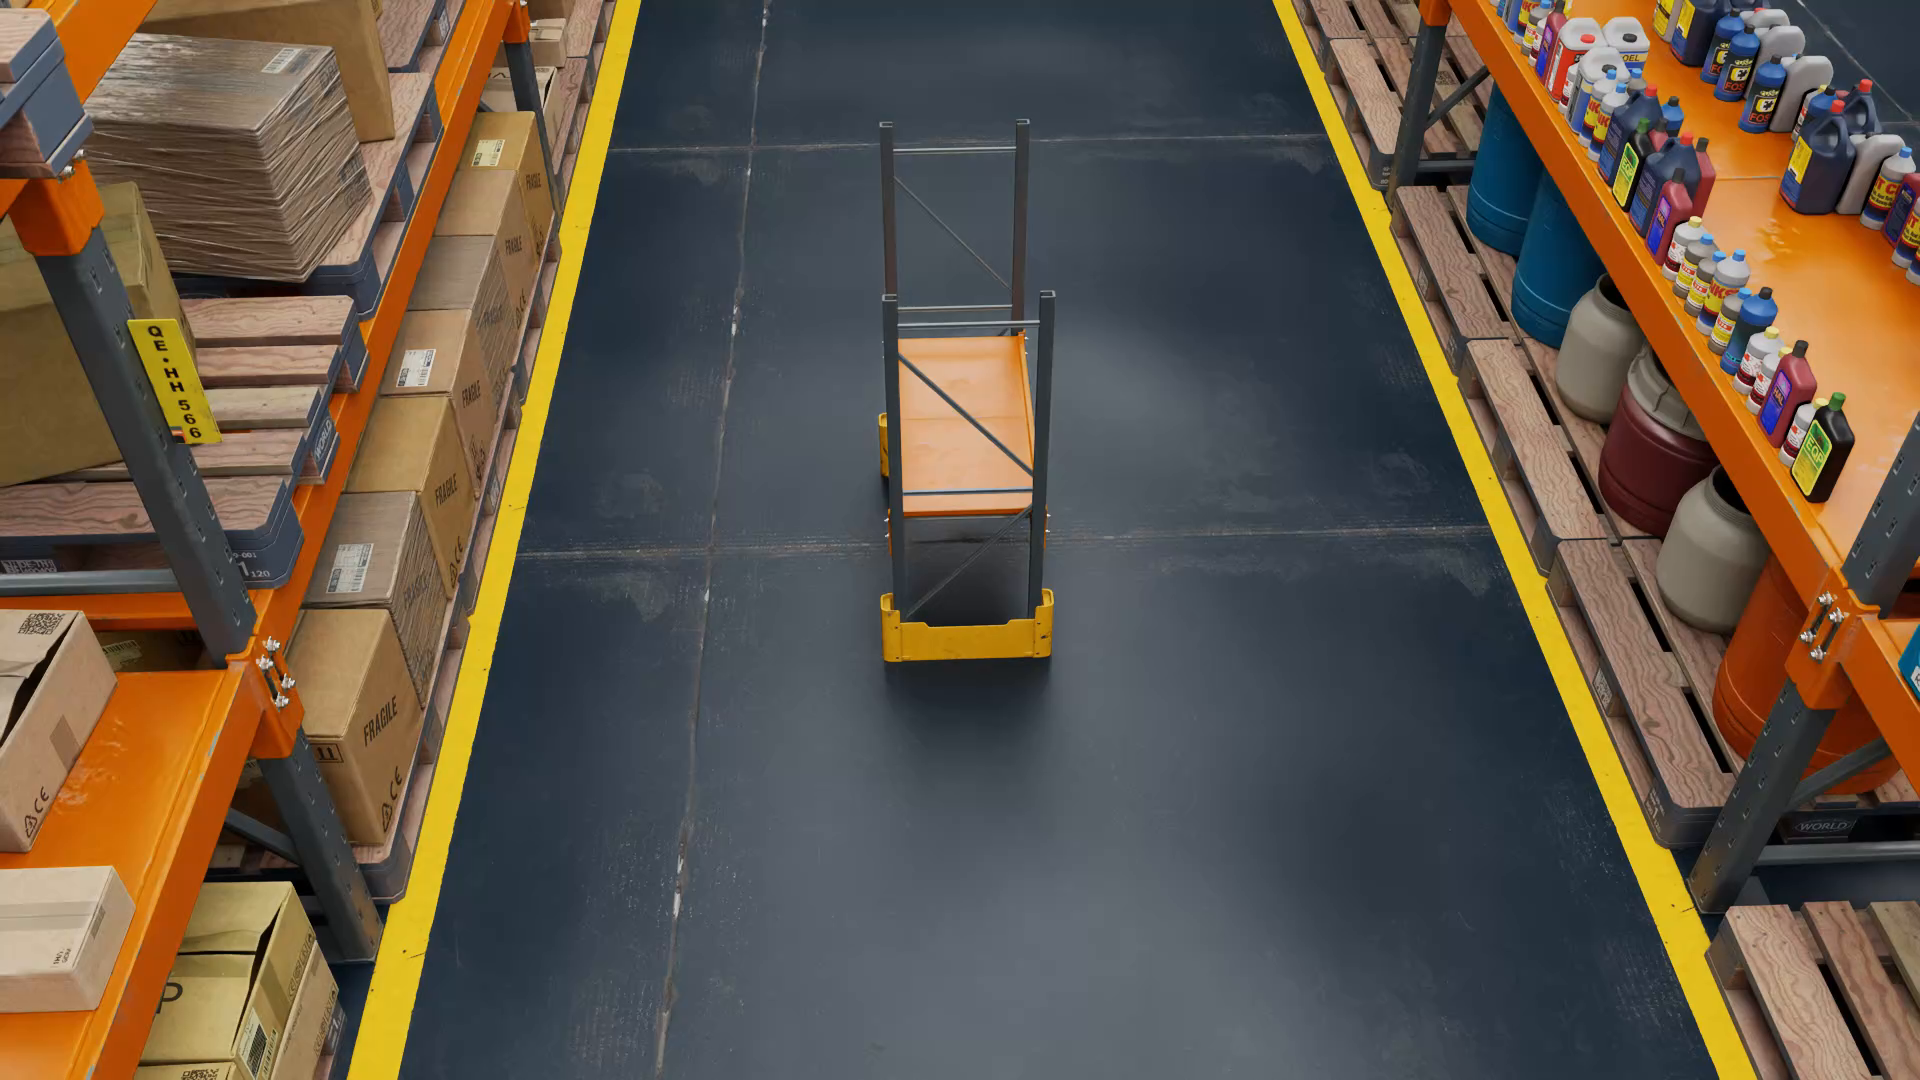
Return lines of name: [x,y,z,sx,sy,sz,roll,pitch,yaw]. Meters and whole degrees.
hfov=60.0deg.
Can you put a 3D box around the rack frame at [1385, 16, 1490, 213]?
rack frame: [2.558,-2.728,7.007,1.000,3.000,0.127,-2,43,-2]

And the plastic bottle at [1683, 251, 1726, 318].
plastic bottle: [2.267,-0.778,5.026,0.097,0.201,0.097,0,43,0]

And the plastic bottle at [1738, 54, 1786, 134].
plastic bottle: [2.826,-1.574,5.842,0.097,0.271,0.097,0,43,0]

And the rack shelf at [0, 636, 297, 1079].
rack shelf: [-2.136,1.727,2.678,1.077,0.370,4.000,-2,43,-2]

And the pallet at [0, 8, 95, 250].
pallet: [-2.103,-0.469,2.462,1.213,0.211,1.003,0,43,0]

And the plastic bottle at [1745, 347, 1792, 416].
plastic bottle: [2.288,-0.450,4.668,0.097,0.201,0.097,0,43,0]

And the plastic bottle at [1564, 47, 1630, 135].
plastic bottle: [2.246,-1.578,5.843,0.152,0.276,0.135,-2,43,-2]

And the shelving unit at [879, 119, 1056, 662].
shelving unit: [0.003,-0.501,5.687,0.587,1.500,1.083,-2,43,-2]

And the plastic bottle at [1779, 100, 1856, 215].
plastic bottle: [2.824,-1.260,5.441,0.144,0.351,0.185,-2,43,-2]

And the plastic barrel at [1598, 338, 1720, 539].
plastic barrel: [2.642,-0.386,5.925,0.600,0.588,0.708,-2,43,-2]

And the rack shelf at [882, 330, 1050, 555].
rack shelf: [0.004,-0.363,5.802,0.538,0.185,1.000,-2,43,-2]

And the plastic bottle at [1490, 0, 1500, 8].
plastic bottle: [2.176,-2.228,6.608,0.097,0.201,0.097,0,43,0]

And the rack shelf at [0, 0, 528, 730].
rack shelf: [-2.306,-0.973,5.624,1.077,0.370,4.000,-2,43,-2]

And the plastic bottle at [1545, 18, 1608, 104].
plastic bottle: [2.236,-1.734,6.014,0.152,0.276,0.135,-2,43,-2]

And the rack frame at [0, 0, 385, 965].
rack frame: [-2.221,0.112,3.908,1.000,3.000,0.127,-2,43,-2]

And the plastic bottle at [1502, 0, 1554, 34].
plastic bottle: [2.212,-2.112,6.426,0.152,0.276,0.135,-2,43,-2]

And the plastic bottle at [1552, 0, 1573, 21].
plastic bottle: [2.336,-2.101,6.469,0.097,0.201,0.097,0,43,0]

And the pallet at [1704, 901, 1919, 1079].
pallet: [2.722,1.524,4.431,1.003,0.211,1.213,-2,43,-2]

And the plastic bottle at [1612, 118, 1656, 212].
plastic bottle: [2.222,-1.232,5.461,0.061,0.283,0.133,-2,43,-2]

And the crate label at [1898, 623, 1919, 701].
crate label: [2.371,0.329,3.795,0.303,0.233,0.416,-2,43,-2]

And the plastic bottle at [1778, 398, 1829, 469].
plastic bottle: [2.298,-0.294,4.498,0.097,0.201,0.097,0,43,0]

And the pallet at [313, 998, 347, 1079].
pallet: [-2.225,1.696,4.243,1.003,0.211,1.213,-2,43,-2]

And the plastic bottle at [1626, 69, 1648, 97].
plastic bottle: [2.370,-1.566,5.886,0.097,0.201,0.097,0,43,0]

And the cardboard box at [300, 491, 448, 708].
cardboard box: [-1.983,0.202,5.334,0.500,0.500,0.500,-3,43,-3]

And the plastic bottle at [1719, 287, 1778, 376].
plastic bottle: [2.279,-0.607,4.788,0.097,0.271,0.097,0,43,0]

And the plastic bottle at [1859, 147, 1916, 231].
plastic bottle: [3.006,-1.141,5.370,0.097,0.271,0.097,0,43,0]

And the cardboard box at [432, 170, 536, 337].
cardboard box: [-2.071,-1.171,6.832,0.500,0.500,0.500,-2,43,-2]

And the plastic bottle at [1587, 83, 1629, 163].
plastic bottle: [2.228,-1.431,5.687,0.097,0.271,0.097,0,43,0]

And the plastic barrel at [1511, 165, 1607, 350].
plastic barrel: [2.594,-1.264,6.651,0.600,0.901,0.708,-2,43,-2]

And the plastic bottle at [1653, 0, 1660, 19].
plastic bottle: [2.789,-2.136,6.507,0.097,0.201,0.097,0,43,0]

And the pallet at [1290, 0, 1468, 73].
pallet: [2.433,-3.021,9.390,1.003,0.211,1.213,-2,43,-2]

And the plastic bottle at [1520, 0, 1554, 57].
plastic bottle: [2.194,-1.940,6.294,0.097,0.201,0.097,0,43,0]

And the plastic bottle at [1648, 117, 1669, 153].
plastic bottle: [2.283,-1.234,5.463,0.061,0.283,0.133,-2,43,-2]

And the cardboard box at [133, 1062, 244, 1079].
cardboard box: [-1.925,1.461,3.745,0.500,0.311,0.500,-2,43,-2]

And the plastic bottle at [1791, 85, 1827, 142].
plastic bottle: [2.982,-1.486,5.799,0.097,0.201,0.097,0,43,0]

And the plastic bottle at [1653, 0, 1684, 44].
plastic bottle: [2.780,-2.095,6.352,0.144,0.351,0.185,-2,43,-2]

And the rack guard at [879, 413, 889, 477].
rack guard: [-0.018,-0.377,6.476,0.587,0.250,0.087,-2,43,-2]

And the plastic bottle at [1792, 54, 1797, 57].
plastic bottle: [2.972,-1.643,5.970,0.097,0.201,0.097,0,43,0]

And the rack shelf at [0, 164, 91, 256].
rack shelf: [-2.136,0.621,1.665,1.077,0.370,4.000,-2,43,-2]

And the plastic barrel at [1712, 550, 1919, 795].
plastic barrel: [2.690,0.287,5.012,0.600,0.830,0.708,-2,43,-2]

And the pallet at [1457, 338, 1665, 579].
pallet: [2.604,-0.353,6.479,1.003,0.211,1.213,-2,43,-2]

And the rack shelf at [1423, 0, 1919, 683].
rack shelf: [2.643,-1.113,5.777,1.077,0.370,4.000,-2,43,-2]

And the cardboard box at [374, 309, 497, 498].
cardboard box: [-2.027,-0.489,6.088,0.500,0.500,0.500,-3,43,-3]

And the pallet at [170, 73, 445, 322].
pallet: [-2.309,-1.130,5.405,1.003,0.211,1.213,-2,43,-2]

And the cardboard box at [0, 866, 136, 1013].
cardboard box: [-1.907,0.803,3.340,0.380,0.149,0.250,-2,43,-2]

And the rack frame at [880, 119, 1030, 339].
rack frame: [-0.018,-0.838,6.055,0.500,1.500,0.032,-2,43,-2]

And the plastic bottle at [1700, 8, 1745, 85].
plastic bottle: [2.811,-1.821,6.112,0.097,0.271,0.097,0,43,0]

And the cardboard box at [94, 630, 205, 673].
cardboard box: [-2.496,0.246,5.286,0.500,0.500,0.500,0,43,0]

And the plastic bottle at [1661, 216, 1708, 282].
plastic bottle: [2.259,-0.910,5.170,0.097,0.201,0.097,0,43,0]

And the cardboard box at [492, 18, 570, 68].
cardboard box: [-2.240,-2.580,8.616,0.380,0.166,0.250,-2,43,-2]

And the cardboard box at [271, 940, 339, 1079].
cardboard box: [-1.955,1.319,4.316,0.500,0.250,0.500,-1,43,-1]

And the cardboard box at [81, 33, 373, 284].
cardboard box: [-2.209,-1.125,4.873,0.700,0.500,0.500,6,43,6]

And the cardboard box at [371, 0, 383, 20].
cardboard box: [-2.502,-1.992,5.818,0.700,0.500,0.500,5,43,5]

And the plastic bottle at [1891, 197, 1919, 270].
plastic bottle: [3.015,-0.985,5.200,0.097,0.271,0.097,0,43,0]

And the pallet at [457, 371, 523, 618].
pallet: [-2.264,-0.187,6.298,1.003,0.211,1.213,-2,43,-2]

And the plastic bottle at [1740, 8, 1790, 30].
plastic bottle: [2.934,-1.839,6.128,0.152,0.276,0.135,-2,43,-2]

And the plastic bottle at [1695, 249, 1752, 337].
plastic bottle: [2.271,-0.739,4.931,0.097,0.271,0.097,0,43,0]

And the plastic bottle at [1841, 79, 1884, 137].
plastic bottle: [2.971,-1.355,5.545,0.144,0.351,0.185,-2,43,-2]

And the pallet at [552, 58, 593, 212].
pallet: [-2.419,-2.024,8.303,1.003,0.211,1.213,-2,43,-2]
